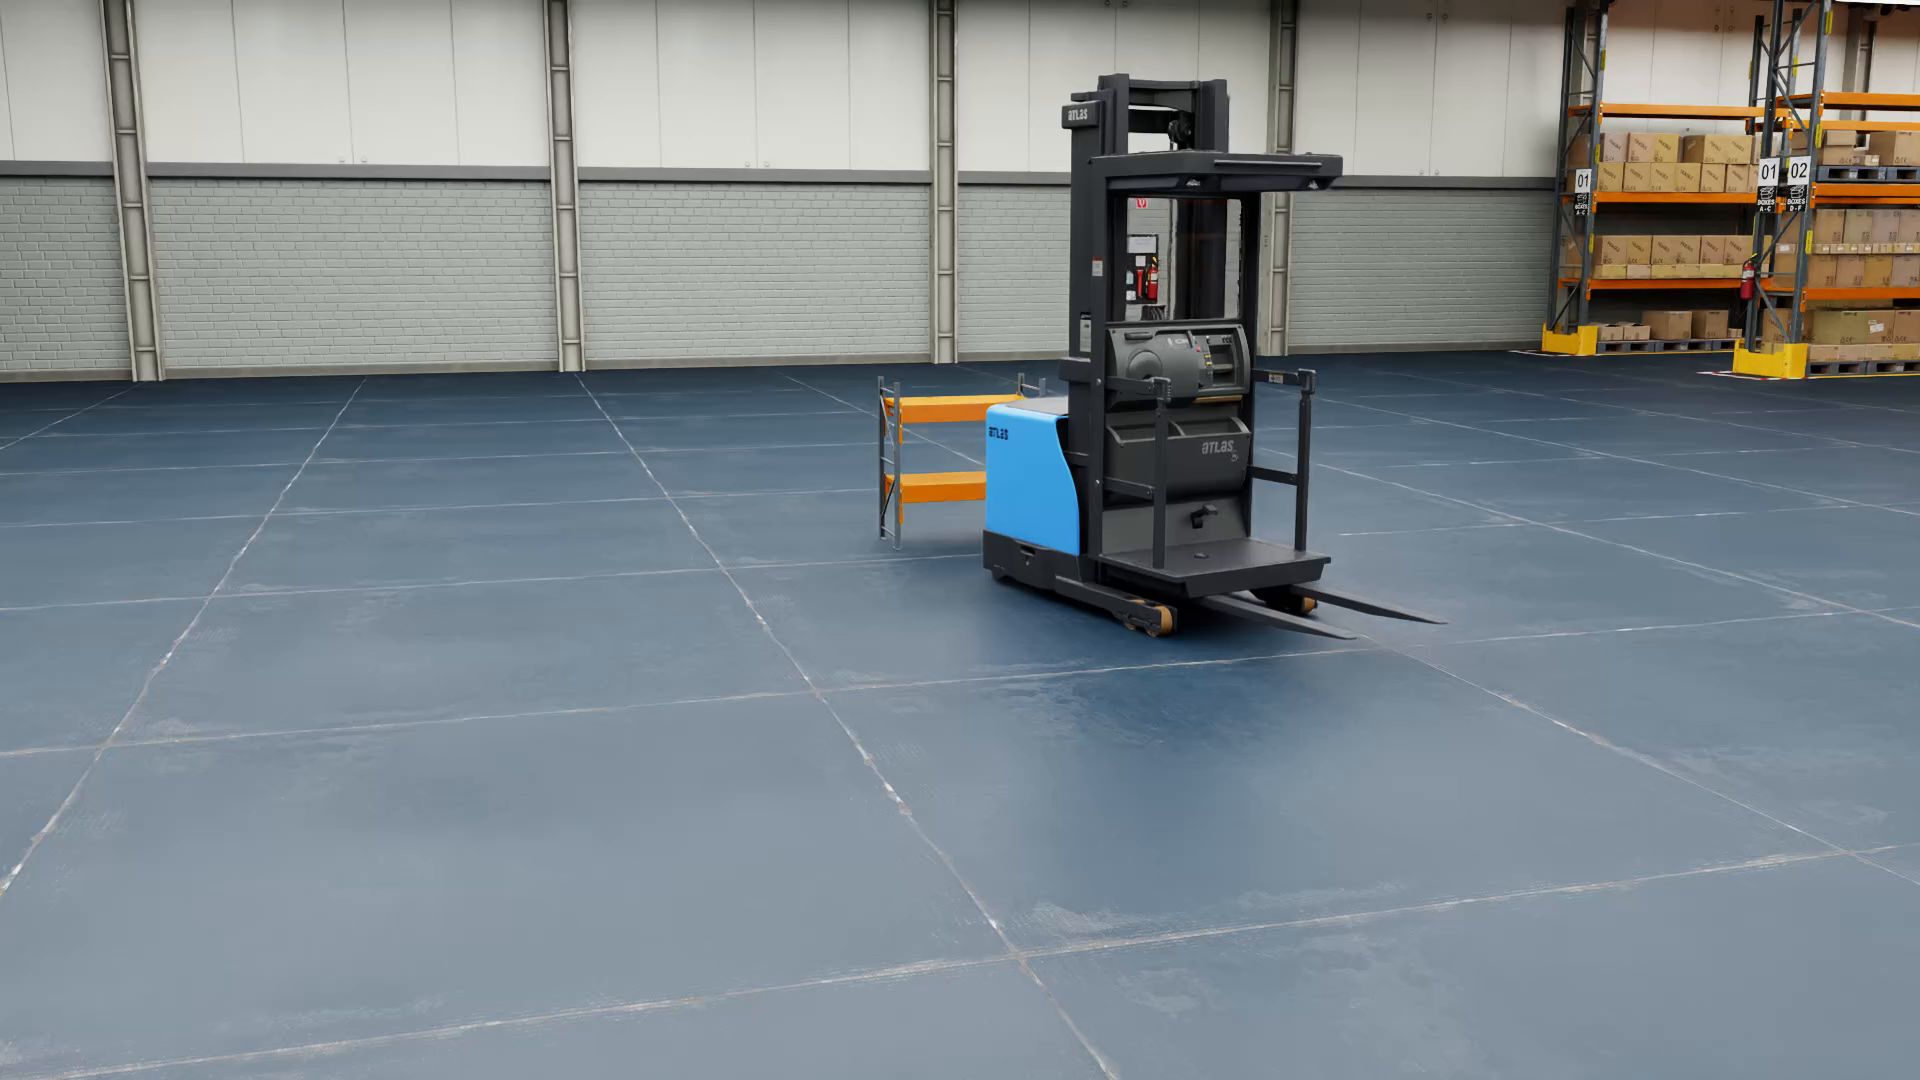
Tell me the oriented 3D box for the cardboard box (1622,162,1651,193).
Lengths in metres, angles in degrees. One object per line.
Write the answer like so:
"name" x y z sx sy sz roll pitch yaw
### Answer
"cardboard box" 11.741 -6.359 29.189 0.500 0.500 0.500 -2 11 -12

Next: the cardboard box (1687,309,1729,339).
"cardboard box" 13.680 -3.961 30.465 0.500 0.500 0.500 -4 11 -20

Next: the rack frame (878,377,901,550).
"rack frame" -0.482 -0.528 11.307 0.032 1.125 0.500 -3 11 -16

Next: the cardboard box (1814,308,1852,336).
"cardboard box" 13.601 -3.325 25.686 0.500 0.500 0.500 -3 11 -16

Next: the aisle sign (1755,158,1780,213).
"aisle sign" 12.068 -5.296 24.849 0.004 0.787 0.394 -3 11 -16

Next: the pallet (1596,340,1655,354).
"pallet" 11.688 -3.498 29.965 1.213 0.211 1.003 -3 11 -16

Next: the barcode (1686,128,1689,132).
"barcode" 13.211 -7.447 30.182 0.075 0.075 0.001 -3 11 -16

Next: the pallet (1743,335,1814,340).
"pallet" 15.412 -3.701 31.069 1.213 0.211 1.003 -3 11 -16

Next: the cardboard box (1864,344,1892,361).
"cardboard box" 13.749 -2.864 25.252 0.500 0.250 0.500 -3 11 -16

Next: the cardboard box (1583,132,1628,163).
"cardboard box" 11.262 -6.834 29.006 0.500 0.500 0.500 -4 11 -20

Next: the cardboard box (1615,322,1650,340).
"cardboard box" 12.062 -3.773 29.968 0.500 0.311 0.500 -2 11 -11

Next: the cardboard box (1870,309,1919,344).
"cardboard box" 14.231 -3.257 25.316 0.500 0.500 0.500 -3 11 -16

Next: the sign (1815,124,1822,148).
"sign" 12.362 -5.817 23.942 0.005 0.325 0.100 -3 11 -16

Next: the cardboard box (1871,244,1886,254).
"cardboard box" 13.641 -4.373 24.947 0.250 0.149 0.380 -3 11 -18

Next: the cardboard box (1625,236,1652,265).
"cardboard box" 11.844 -5.131 29.420 0.500 0.500 0.500 -3 11 -16

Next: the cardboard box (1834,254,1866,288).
"cardboard box" 13.168 -4.068 25.082 0.500 0.500 0.700 -3 11 -14

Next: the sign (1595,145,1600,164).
"sign" 10.977 -6.642 28.639 0.005 0.325 0.100 -3 11 -16

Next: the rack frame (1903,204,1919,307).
"rack frame" 18.506 -5.236 31.701 0.127 3.000 1.000 -3 11 -16

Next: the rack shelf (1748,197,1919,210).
"rack shelf" 16.586 -6.256 30.945 4.000 0.370 1.077 -3 11 -16

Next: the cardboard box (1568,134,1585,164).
"cardboard box" 11.166 -6.924 29.495 0.500 0.500 0.500 -3 11 -13

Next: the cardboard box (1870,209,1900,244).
"cardboard box" 13.703 -4.734 25.119 0.500 0.500 0.700 -3 11 -16

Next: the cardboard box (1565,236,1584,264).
"cardboard box" 11.218 -5.196 29.776 0.500 0.500 0.500 -3 11 -17

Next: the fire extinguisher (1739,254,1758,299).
"fire extinguisher" 11.970 -4.007 25.239 0.183 0.674 0.296 -3 11 -16

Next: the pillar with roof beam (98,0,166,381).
"pillar with roof beam" -10.585 -6.004 19.306 0.400 9.000 9.100 -3 11 -16

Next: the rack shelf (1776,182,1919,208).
"rack shelf" 14.133 -5.192 25.169 4.000 0.370 1.077 -3 11 -16

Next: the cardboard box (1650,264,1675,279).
"cardboard box" 12.367 -4.790 29.639 0.500 0.250 0.500 -3 11 -17

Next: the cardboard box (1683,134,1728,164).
"cardboard box" 13.238 -6.929 29.521 0.500 0.500 0.500 -3 11 -18

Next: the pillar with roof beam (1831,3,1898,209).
"pillar with roof beam" 18.219 -7.522 27.552 0.548 9.000 9.100 -3 11 -16

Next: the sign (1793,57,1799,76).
"sign" 14.799 -8.387 29.449 0.005 0.325 0.100 -3 11 -16

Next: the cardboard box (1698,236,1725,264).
"cardboard box" 13.334 -5.210 29.853 0.500 0.500 0.500 -3 11 -18

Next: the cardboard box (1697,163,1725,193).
"cardboard box" 13.239 -6.441 29.632 0.500 0.500 0.500 -3 11 -18

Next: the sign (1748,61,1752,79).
"sign" 14.505 -8.617 30.482 0.005 0.325 0.100 -3 11 -16

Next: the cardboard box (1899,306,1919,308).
"cardboard box" 15.043 -3.400 26.091 0.500 0.500 0.500 -3 11 -16

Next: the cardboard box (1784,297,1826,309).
"cardboard box" 15.789 -4.452 31.063 0.500 0.250 0.500 -3 11 -17

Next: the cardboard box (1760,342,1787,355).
"cardboard box" 12.645 -2.903 25.463 0.500 0.250 0.500 -3 11 -16

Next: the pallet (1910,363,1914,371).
"pallet" 15.278 -2.768 25.998 1.213 0.211 1.003 -3 11 -16

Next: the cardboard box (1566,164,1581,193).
"cardboard box" 11.155 -6.430 29.573 0.500 0.500 0.500 -2 11 -12

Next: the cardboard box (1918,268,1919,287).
"cardboard box" 14.642 -4.145 25.503 0.500 0.500 0.700 -3 11 -15

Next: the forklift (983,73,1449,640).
"forklift" 1.331 -1.025 9.021 1.130 2.935 3.031 -6 12 -30

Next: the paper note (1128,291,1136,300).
"paper note" 2.922 -4.164 28.315 0.142 0.148 0.016 -3 11 -16

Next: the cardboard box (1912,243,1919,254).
"cardboard box" 14.379 -4.411 25.157 0.250 0.149 0.380 -3 11 -14

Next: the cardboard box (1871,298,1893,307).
"cardboard box" 17.264 -4.528 31.475 0.500 0.250 0.500 -3 11 -15

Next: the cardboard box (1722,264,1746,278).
"cardboard box" 13.815 -4.869 30.068 0.500 0.250 0.500 -3 11 -16

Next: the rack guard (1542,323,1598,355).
"rack guard" 10.898 -3.605 29.749 0.348 0.500 1.175 -3 11 -16

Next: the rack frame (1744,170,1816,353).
"rack frame" 12.213 -3.970 24.825 0.127 3.000 1.000 -3 11 -16

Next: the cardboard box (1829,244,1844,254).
"cardboard box" 12.903 -4.334 24.737 0.250 0.149 0.380 -3 11 -17

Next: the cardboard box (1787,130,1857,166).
"cardboard box" 12.766 -5.800 24.648 0.637 0.503 0.797 -2 11 -12

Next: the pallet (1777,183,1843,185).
"pallet" 15.288 -6.429 30.416 1.003 0.211 1.213 -3 11 -16

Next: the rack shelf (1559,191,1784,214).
"rack shelf" 12.745 -6.053 29.845 4.000 0.370 1.077 -3 11 -16

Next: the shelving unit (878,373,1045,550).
"shelving unit" 0.006 -0.554 11.446 1.048 1.125 0.538 -3 11 -16

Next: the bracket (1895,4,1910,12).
"bracket" 17.514 -10.000 31.070 0.430 0.232 0.235 -3 11 -16
